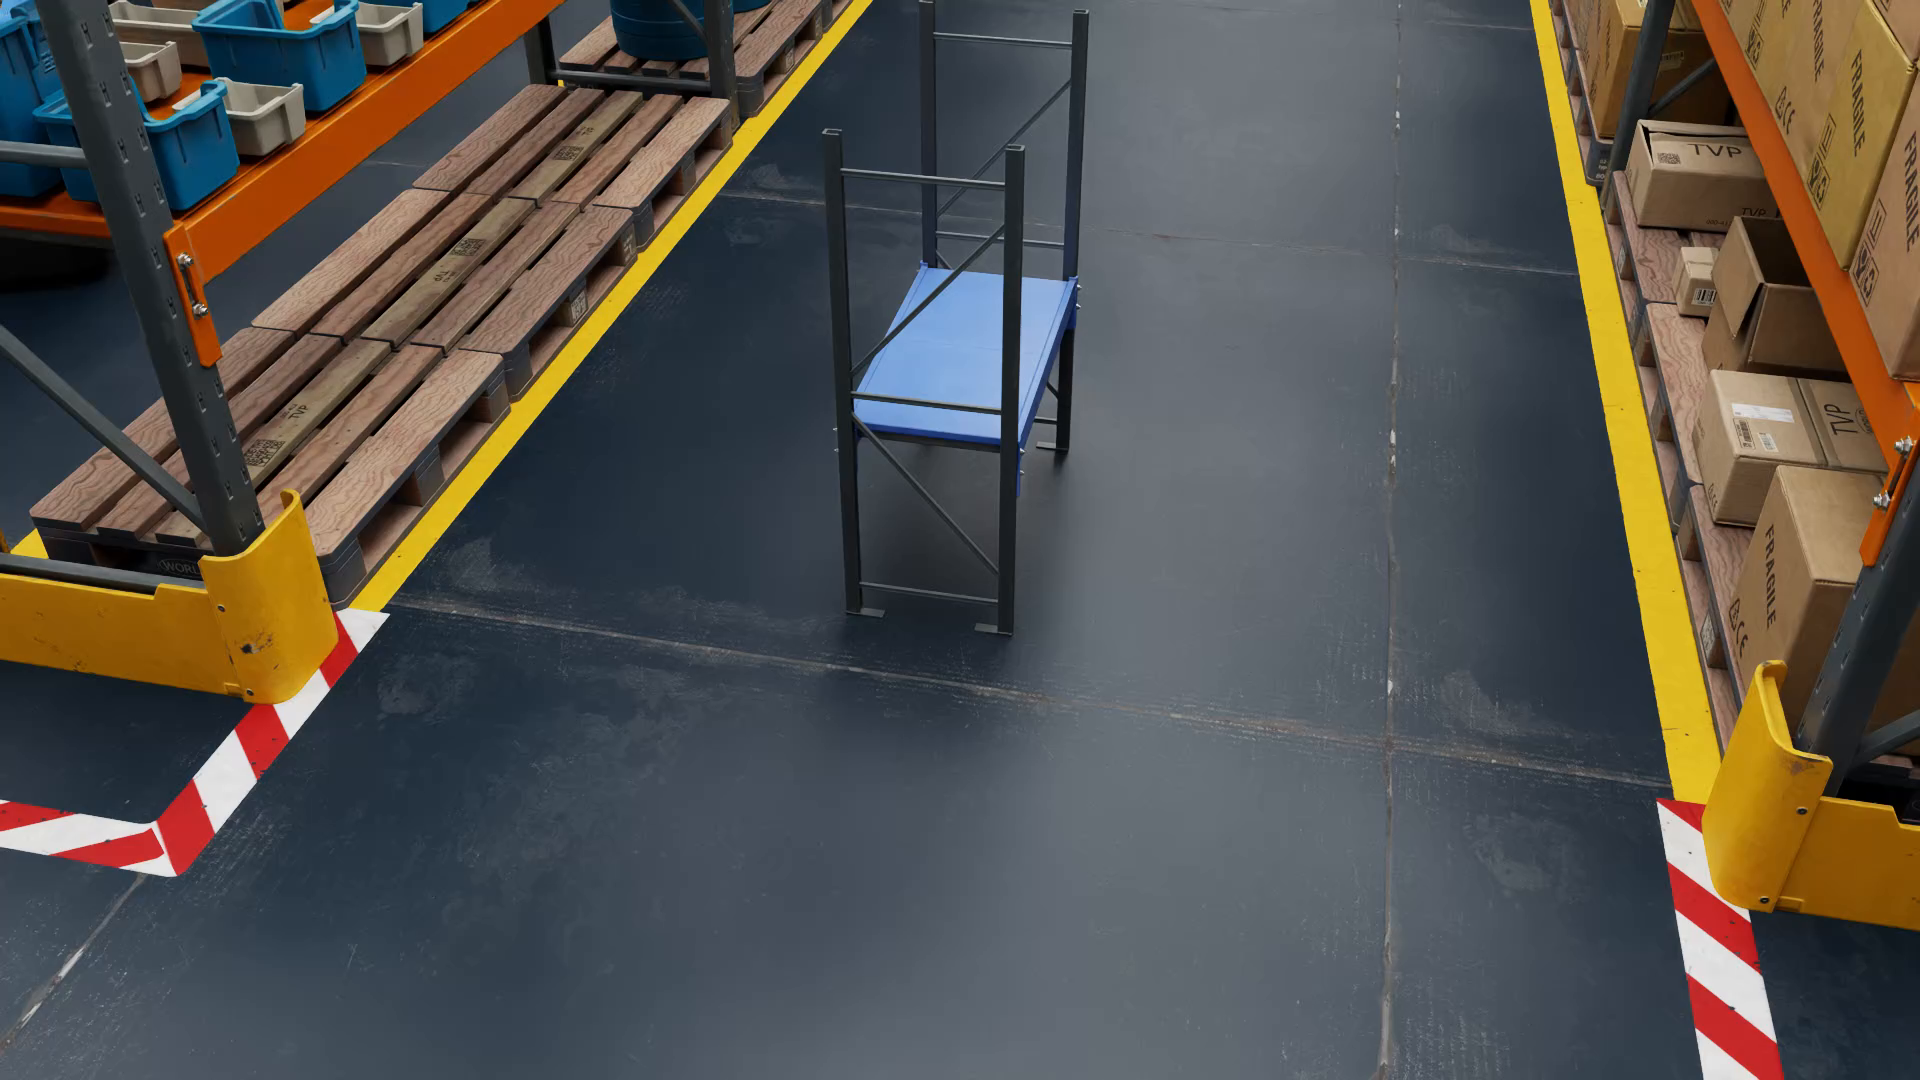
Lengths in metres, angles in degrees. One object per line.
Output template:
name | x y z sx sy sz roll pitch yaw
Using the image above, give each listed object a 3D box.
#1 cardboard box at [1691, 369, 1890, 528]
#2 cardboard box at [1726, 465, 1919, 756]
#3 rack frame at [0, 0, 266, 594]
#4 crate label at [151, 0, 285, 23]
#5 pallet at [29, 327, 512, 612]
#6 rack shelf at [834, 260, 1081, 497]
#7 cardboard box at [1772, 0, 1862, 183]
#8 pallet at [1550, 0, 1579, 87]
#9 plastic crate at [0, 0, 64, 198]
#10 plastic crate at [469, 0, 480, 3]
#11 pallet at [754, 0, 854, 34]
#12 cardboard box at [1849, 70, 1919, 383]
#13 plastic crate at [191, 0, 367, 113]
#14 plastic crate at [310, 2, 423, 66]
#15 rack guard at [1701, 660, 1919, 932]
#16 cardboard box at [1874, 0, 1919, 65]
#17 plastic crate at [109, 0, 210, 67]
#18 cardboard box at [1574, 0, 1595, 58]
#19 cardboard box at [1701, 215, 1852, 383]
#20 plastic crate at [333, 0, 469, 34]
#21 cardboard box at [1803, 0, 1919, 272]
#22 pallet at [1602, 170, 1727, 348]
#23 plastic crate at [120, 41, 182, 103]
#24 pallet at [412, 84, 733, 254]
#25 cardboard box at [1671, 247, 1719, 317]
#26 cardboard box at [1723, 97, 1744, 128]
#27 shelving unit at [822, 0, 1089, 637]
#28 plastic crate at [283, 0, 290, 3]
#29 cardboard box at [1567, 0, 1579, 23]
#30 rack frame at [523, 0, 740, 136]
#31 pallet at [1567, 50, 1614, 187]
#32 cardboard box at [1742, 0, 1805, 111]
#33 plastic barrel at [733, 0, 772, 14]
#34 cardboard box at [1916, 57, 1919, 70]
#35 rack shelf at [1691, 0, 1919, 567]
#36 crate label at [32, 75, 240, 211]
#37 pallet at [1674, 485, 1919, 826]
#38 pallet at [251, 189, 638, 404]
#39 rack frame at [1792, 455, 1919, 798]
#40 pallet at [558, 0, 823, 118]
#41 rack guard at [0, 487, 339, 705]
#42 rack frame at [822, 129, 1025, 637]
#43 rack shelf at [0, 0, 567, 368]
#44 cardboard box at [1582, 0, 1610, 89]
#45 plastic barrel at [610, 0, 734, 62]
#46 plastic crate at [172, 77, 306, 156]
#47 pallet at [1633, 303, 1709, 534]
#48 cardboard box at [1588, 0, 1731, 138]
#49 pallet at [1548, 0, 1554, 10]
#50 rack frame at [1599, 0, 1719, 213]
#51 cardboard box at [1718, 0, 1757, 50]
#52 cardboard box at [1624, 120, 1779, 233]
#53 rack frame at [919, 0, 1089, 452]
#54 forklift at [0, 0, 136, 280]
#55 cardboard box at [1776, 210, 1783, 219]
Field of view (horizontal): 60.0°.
cardboard box | 2.535 -0.261 5.022 0.500 0.250 0.500 7 37 10
cardboard box | 2.302 0.179 4.203 0.500 0.500 0.500 7 37 10
rack frame | -2.411 -0.936 3.985 1.000 3.000 0.127 7 37 10
crate label | -2.302 -1.671 5.173 0.396 0.136 0.243 7 37 10
pallet | -2.197 -0.275 5.449 1.003 0.211 1.213 7 37 10
rack shelf | 0.018 -0.511 4.983 0.538 0.185 1.000 7 37 10
cardboard box | 2.476 -1.227 4.302 0.500 0.500 0.500 8 37 10
pallet | 3.676 -2.649 8.726 1.003 0.211 1.213 7 37 10
plastic crate | -2.522 -1.190 4.254 0.616 0.435 0.499 7 37 10
plastic crate | -1.692 -1.920 5.434 0.416 0.233 0.300 7 37 10
pallet | -1.093 -3.239 9.539 1.003 0.211 1.213 7 37 10
cardboard box | 2.257 -0.644 3.498 0.500 0.500 0.500 8 37 11
plastic crate | -1.896 -1.370 4.676 0.416 0.233 0.300 7 37 10
plastic crate | -1.743 -1.516 4.959 0.250 0.136 0.298 7 37 10
rack guard | 2.443 0.656 3.919 1.175 0.500 0.348 7 37 10
cardboard box | 2.360 -1.338 3.602 0.500 0.500 0.500 8 37 11
plastic crate | -2.338 -1.508 4.948 0.396 0.136 0.243 7 37 10
cardboard box | 3.328 -2.661 8.120 0.500 0.500 0.500 8 37 11
cardboard box | 2.885 -0.696 5.406 0.797 0.503 0.637 7 37 10
plastic crate | -1.756 -1.747 5.197 0.416 0.233 0.300 7 37 10
cardboard box | 2.364 -0.942 3.909 0.500 0.500 0.500 8 37 10
pallet | 3.134 -1.083 6.565 1.003 0.211 1.213 7 37 10
plastic crate | -2.414 -1.344 4.721 0.396 0.136 0.243 7 37 10
pallet | -1.676 -1.674 7.379 1.003 0.211 1.213 7 37 10
cardboard box | 2.805 -0.926 6.011 0.380 0.166 0.250 7 37 10
cardboard box | 3.623 -2.019 7.235 0.500 0.500 0.500 6 36 8
shelving unit | 0.018 -0.656 4.877 0.538 1.500 1.048 7 37 10
plastic crate | -2.257 -1.843 5.410 0.298 0.136 0.250 7 37 10
cardboard box | 3.434 -2.952 8.523 0.500 0.500 0.500 6 36 8
rack frame | -1.557 -3.229 7.149 1.000 3.000 0.127 7 37 10
pallet | 3.418 -1.948 7.758 1.003 0.211 1.213 7 37 10
cardboard box | 2.584 -1.516 4.701 0.500 0.500 0.500 7 36 9
plastic barrel | -1.273 -3.265 8.629 0.600 0.901 0.708 7 37 10
cardboard box | 2.253 -1.048 3.202 0.500 0.500 0.500 7 37 10
rack shelf | 2.854 -1.168 4.919 1.077 0.370 4.000 7 37 10
crate label | -2.037 -0.993 4.155 0.416 0.233 0.303 7 37 10
pallet | 2.612 0.316 4.635 1.003 0.211 1.213 7 37 10
pallet | -1.935 -0.972 6.411 1.003 0.211 1.213 7 37 10
rack frame | 2.427 -0.313 3.126 1.000 3.000 0.127 7 37 10
pallet | -1.351 -2.537 8.571 1.003 0.211 1.213 7 37 10
rack guard | -2.404 0.092 4.697 1.175 0.500 0.348 7 37 10
rack frame | -0.090 -0.365 4.475 0.500 1.500 0.032 7 37 10
rack shelf | -1.984 -1.791 5.778 1.077 0.370 4.000 7 37 10
cardboard box | 3.220 -2.373 7.724 0.500 0.500 0.500 7 37 10
plastic barrel | -1.424 -2.859 8.069 0.600 0.901 0.708 7 37 10
plastic crate | -1.888 -1.127 4.423 0.250 0.136 0.298 7 37 10
pallet | 2.875 -0.382 5.597 1.003 0.211 1.213 7 37 10
cardboard box | 3.107 -2.091 7.334 0.500 0.500 0.500 7 37 10
pallet | 3.939 -3.347 9.688 1.003 0.211 1.213 7 37 10
rack frame | 3.281 -2.606 6.290 1.000 3.000 0.127 7 37 10
cardboard box | 2.691 -1.808 5.103 0.500 0.500 0.500 7 37 10
cardboard box | 2.980 -1.482 6.655 0.500 0.311 0.500 7 37 10
rack frame | 0.127 -0.948 5.279 0.500 1.500 0.032 7 37 10
forklift | -4.332 -2.981 6.865 1.130 2.935 3.031 -9 37 -12
cardboard box | 3.437 -1.410 6.394 0.500 0.500 0.500 7 37 10
